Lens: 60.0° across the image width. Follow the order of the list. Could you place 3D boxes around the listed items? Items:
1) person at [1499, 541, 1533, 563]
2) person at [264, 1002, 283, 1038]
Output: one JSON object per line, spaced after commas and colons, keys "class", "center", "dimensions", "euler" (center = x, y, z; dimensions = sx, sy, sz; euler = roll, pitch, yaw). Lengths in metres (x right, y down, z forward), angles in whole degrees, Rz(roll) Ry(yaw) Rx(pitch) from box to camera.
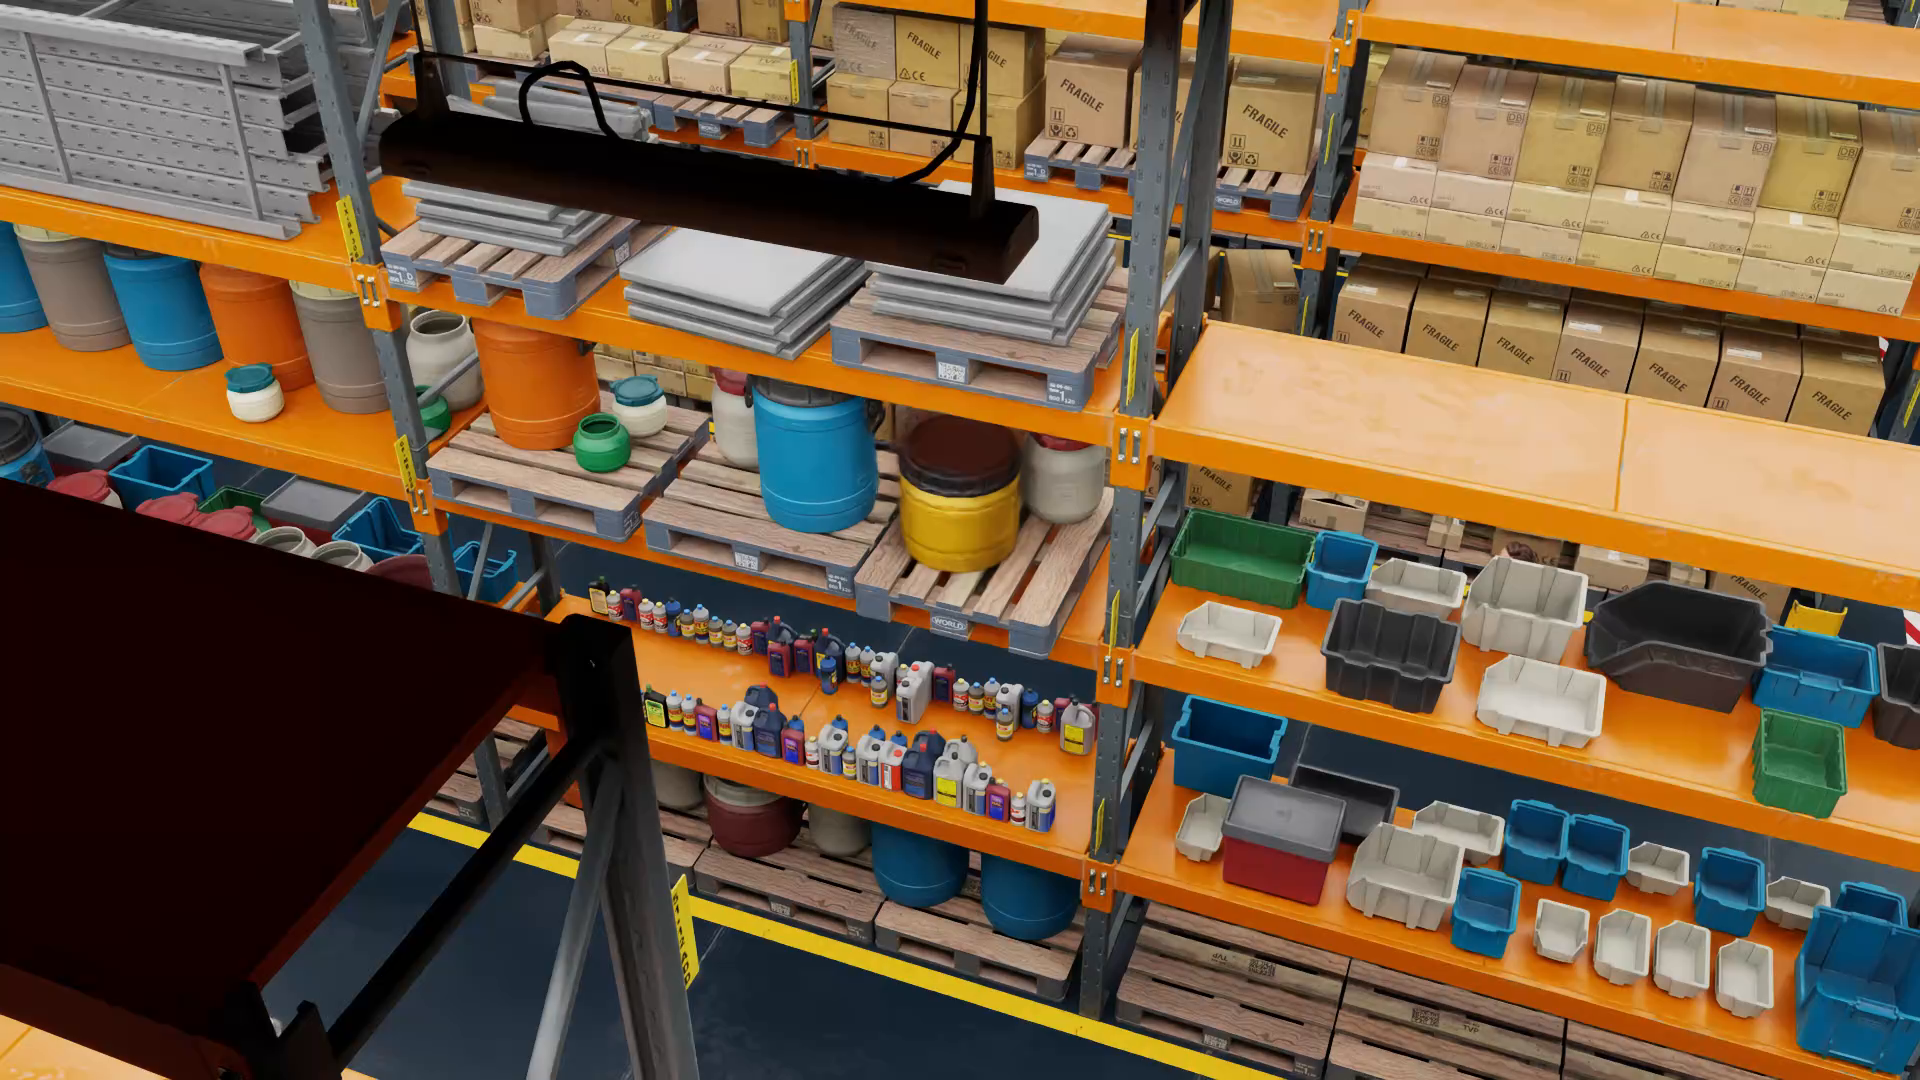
{"class": "person", "center": [3.528, 0.658, 11.130], "dimensions": [1.082, 1.611, 0.456], "euler": [11, 38, 14]}
{"class": "person", "center": [-3.307, 2.876, 8.063], "dimensions": [0.543, 1.822, 0.553], "euler": [2, 37, 2]}
